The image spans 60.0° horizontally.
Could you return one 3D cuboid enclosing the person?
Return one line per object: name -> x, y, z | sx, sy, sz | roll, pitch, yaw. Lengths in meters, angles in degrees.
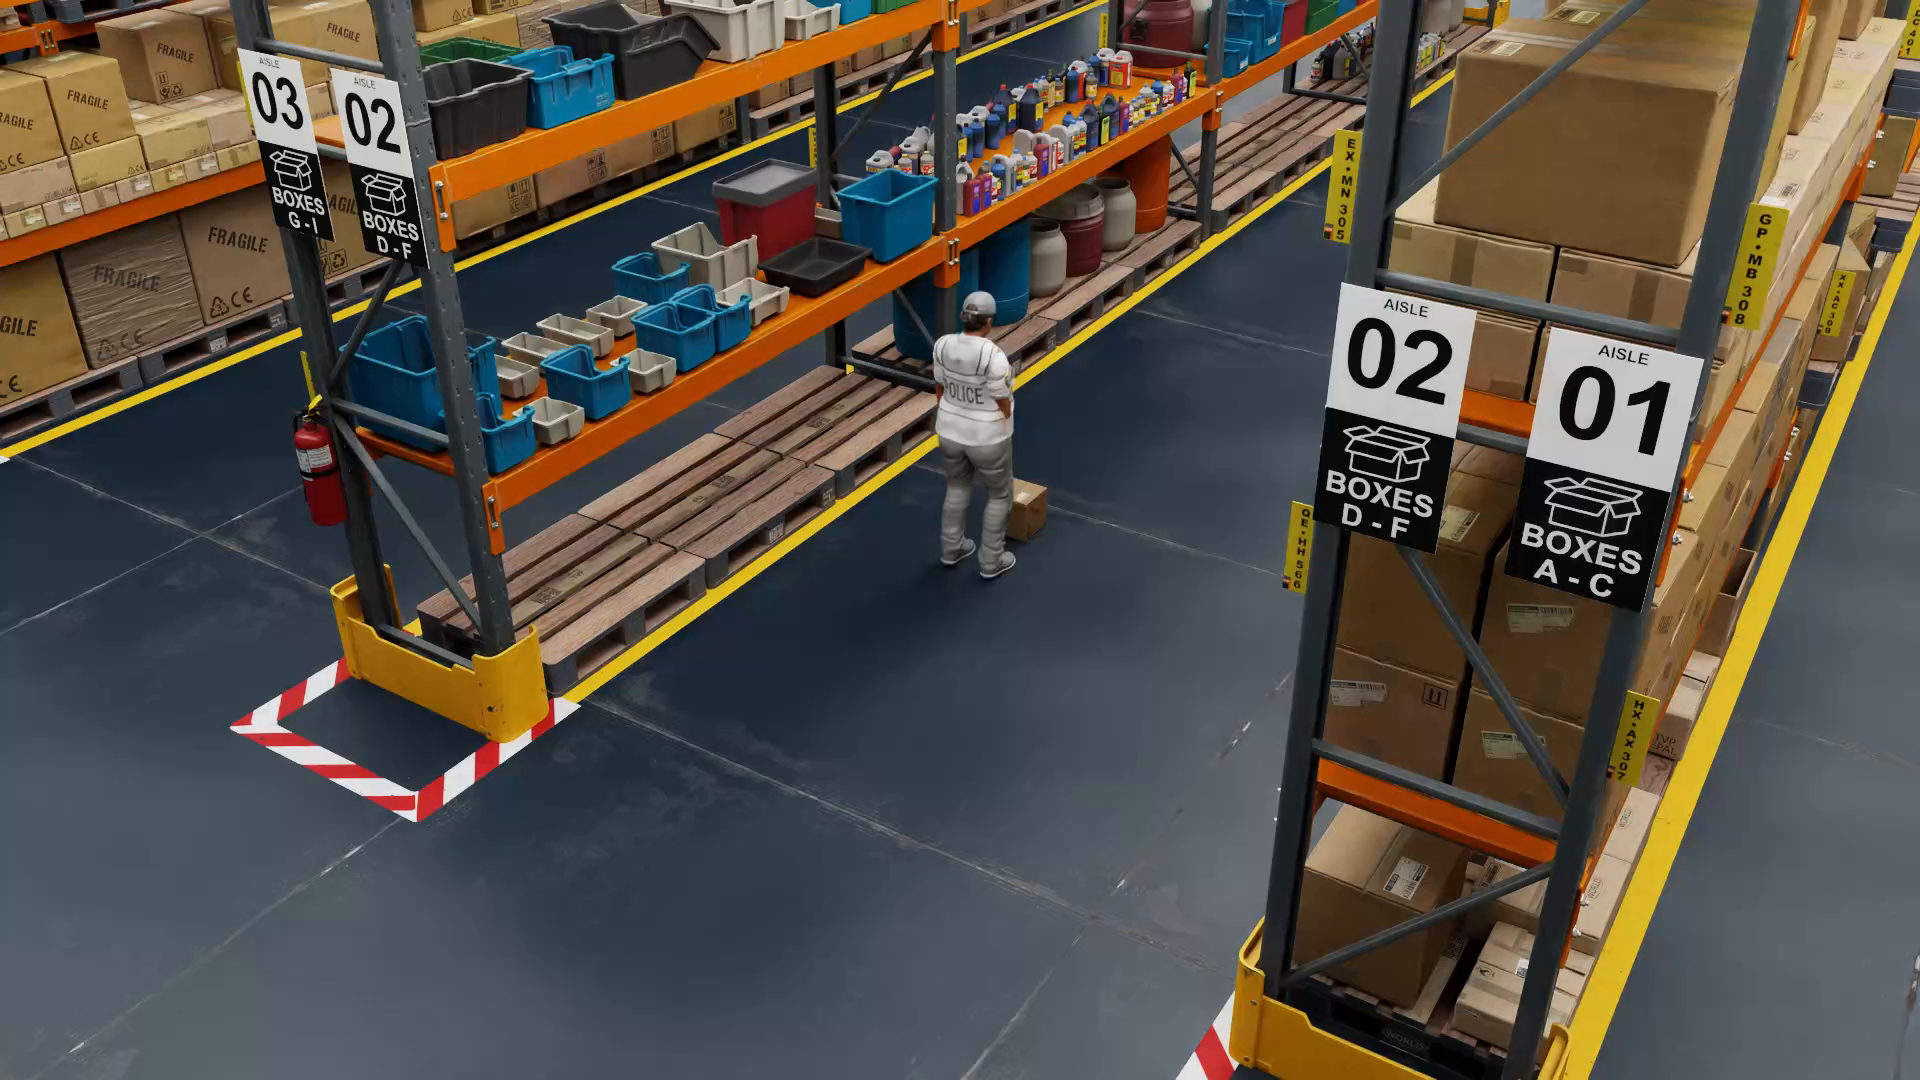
person -> 0.077, -0.578, 9.181 | 0.478, 1.650, 0.409 | 19, 35, 28
